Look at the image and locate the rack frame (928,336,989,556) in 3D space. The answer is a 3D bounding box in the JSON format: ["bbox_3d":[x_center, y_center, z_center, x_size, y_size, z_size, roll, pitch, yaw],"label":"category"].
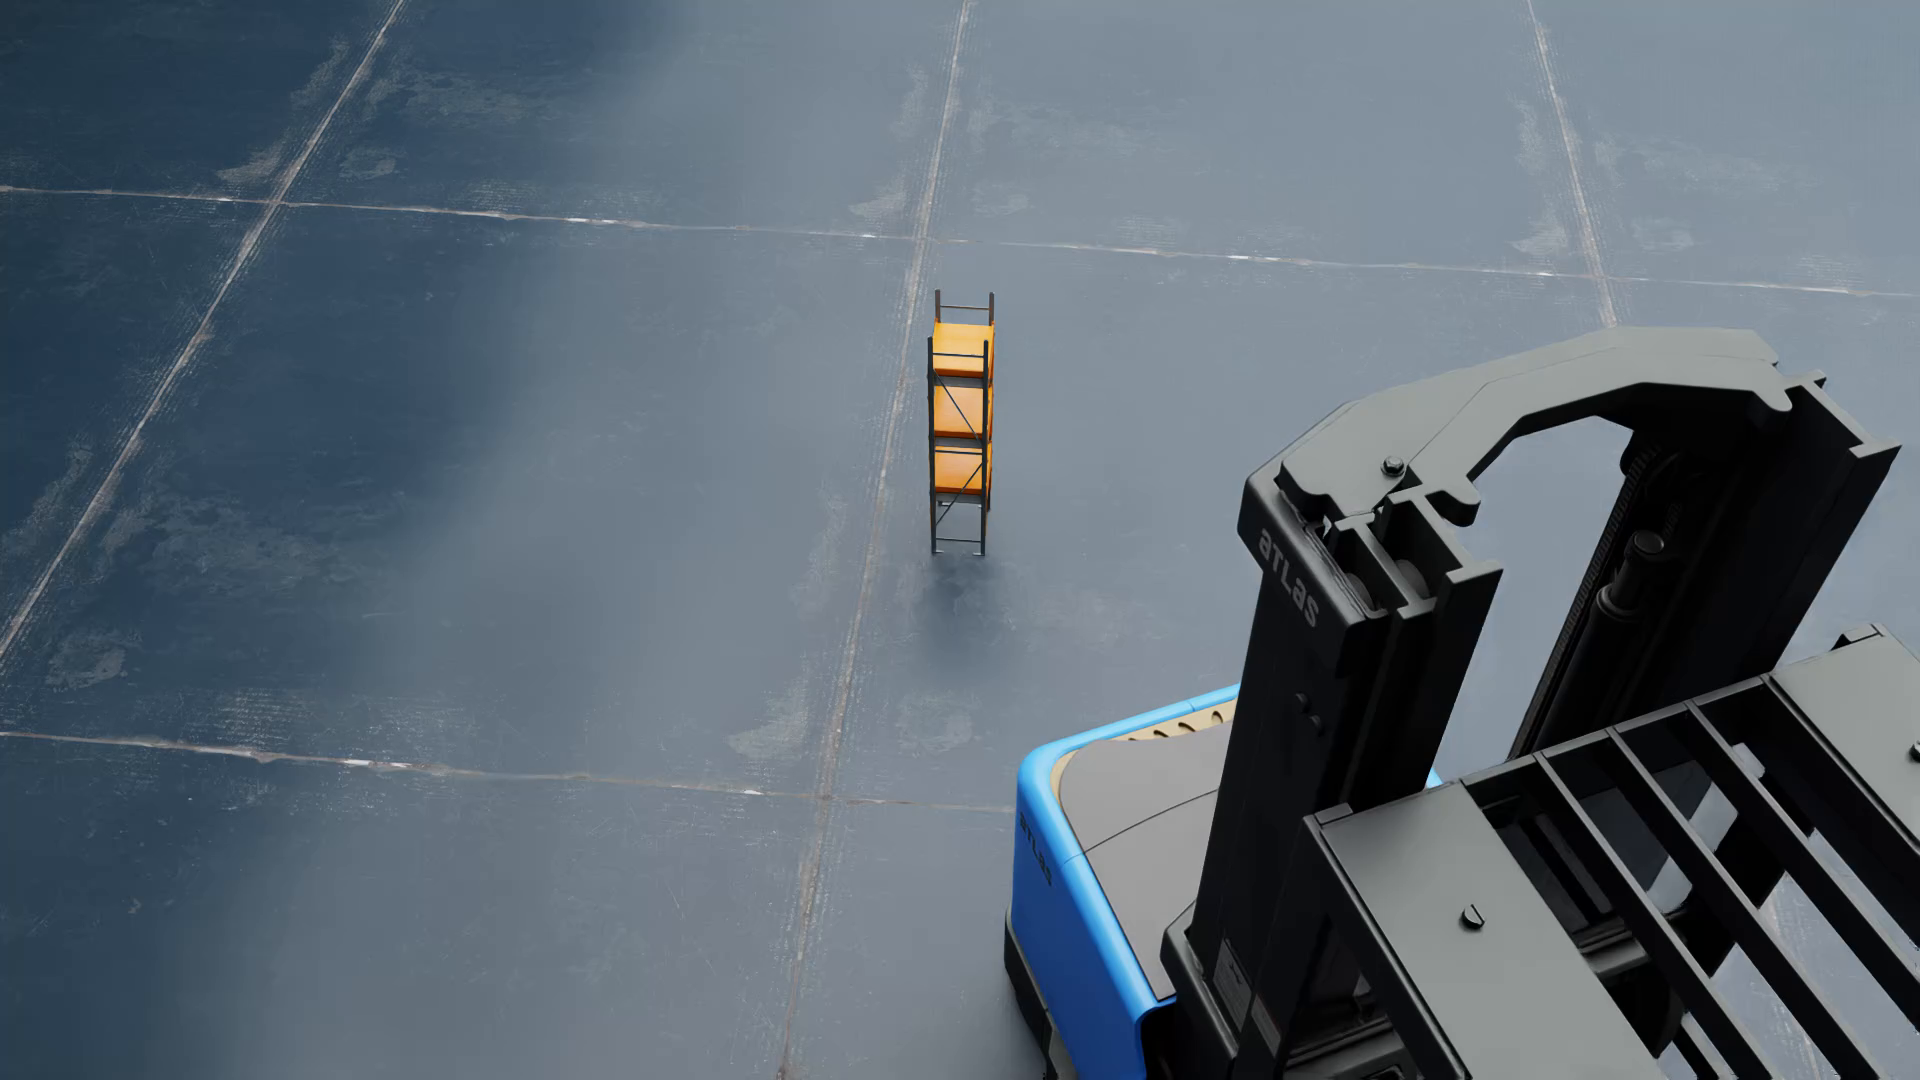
[{"bbox_3d":[-0.006,-0.304,5.817,0.200,1.050,0.008,4,48,4],"label":"rack frame"}]

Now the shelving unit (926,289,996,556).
[{"bbox_3d":[0.005,-0.394,5.899,0.215,1.050,0.252,4,48,4],"label":"shelving unit"}]

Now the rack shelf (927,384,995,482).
[{"bbox_3d":[0.005,-0.386,5.906,0.215,0.259,0.240,4,48,4],"label":"rack shelf"}]

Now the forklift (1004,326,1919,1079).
[{"bbox_3d":[1.128,1.179,3.186,1.130,2.935,3.031,-16,49,-14],"label":"forklift"}]

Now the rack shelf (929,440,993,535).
[{"bbox_3d":[0.005,-0.199,6.111,0.215,0.259,0.240,4,48,4],"label":"rack shelf"}]

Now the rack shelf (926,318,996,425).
[{"bbox_3d":[0.005,-0.578,5.697,0.215,0.259,0.240,4,48,4],"label":"rack shelf"}]

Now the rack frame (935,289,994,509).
[{"bbox_3d":[0.016,-0.483,5.981,0.200,1.050,0.008,4,48,4],"label":"rack frame"}]
